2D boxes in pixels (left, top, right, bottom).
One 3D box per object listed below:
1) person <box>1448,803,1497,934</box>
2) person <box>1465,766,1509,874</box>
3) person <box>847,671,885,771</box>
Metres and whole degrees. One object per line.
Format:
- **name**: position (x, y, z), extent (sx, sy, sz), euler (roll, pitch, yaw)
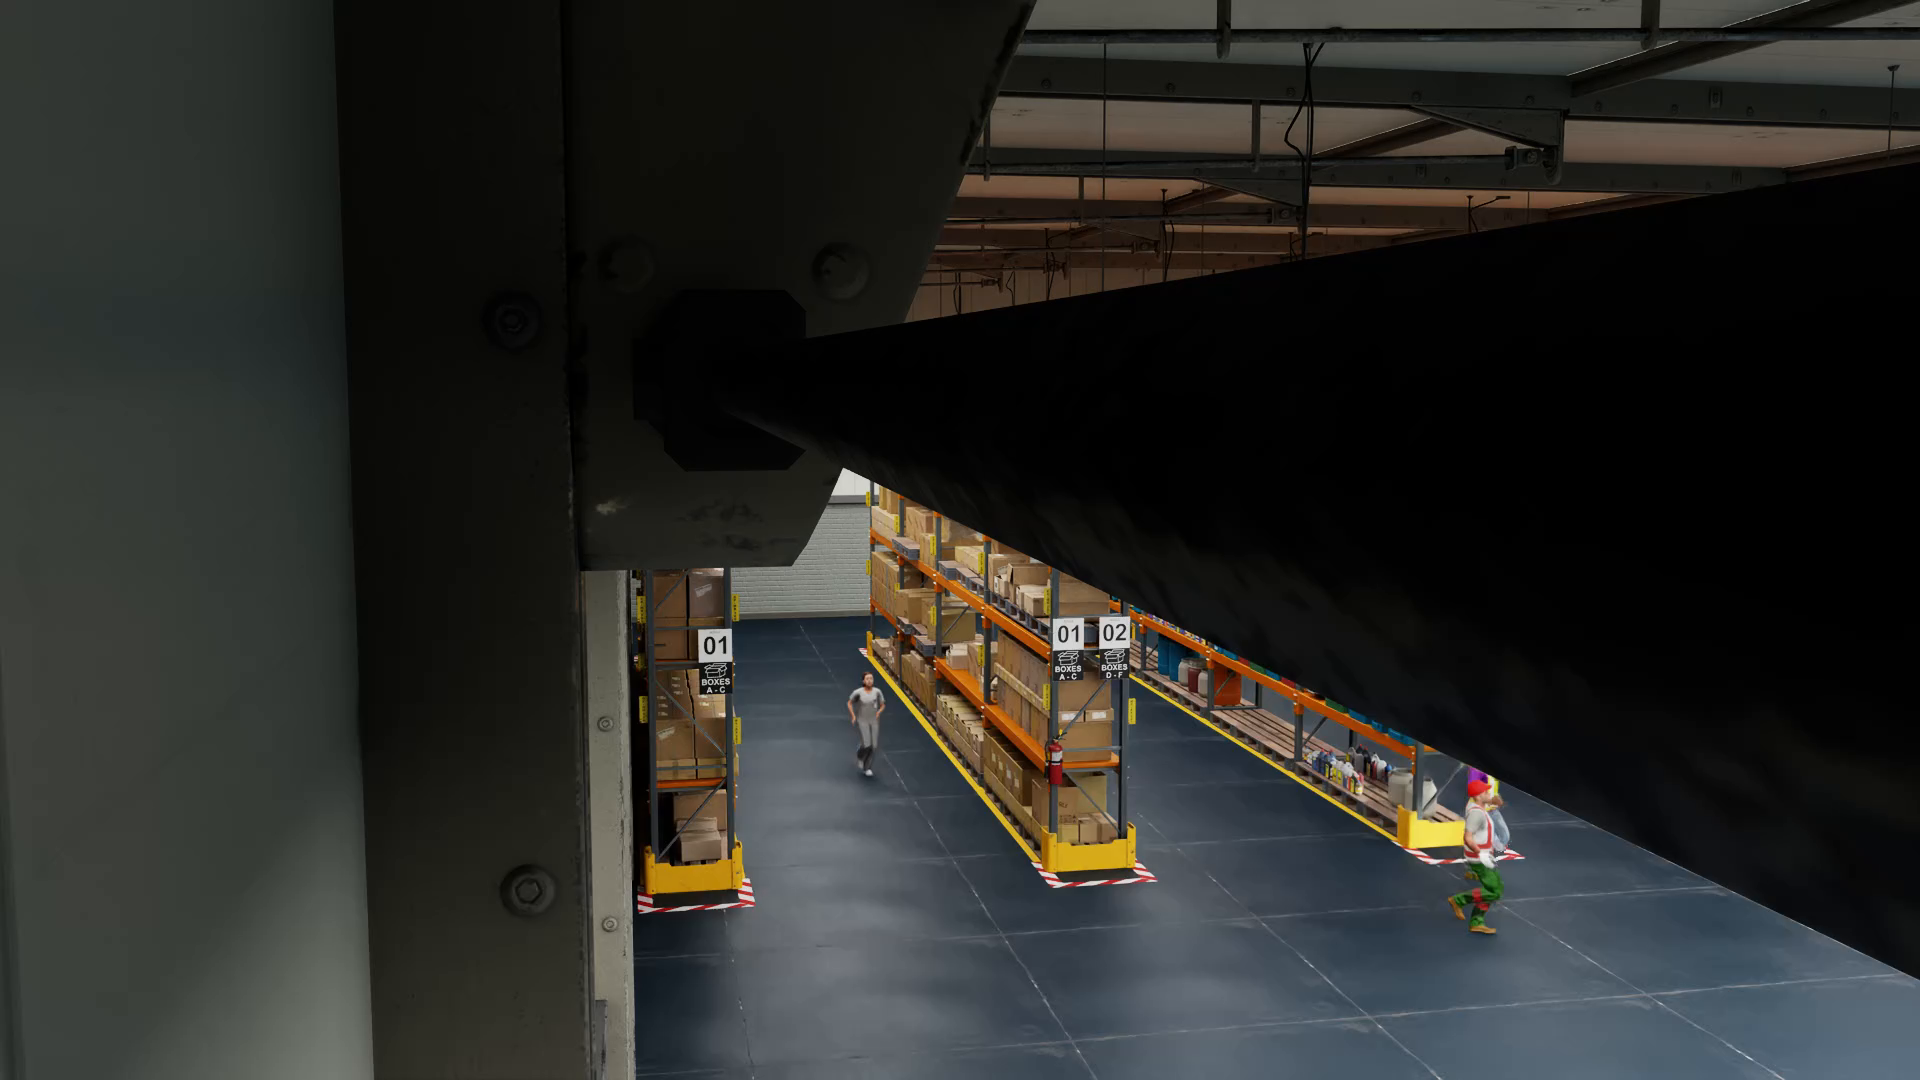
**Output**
- **person**: position (5.749, 3.670, 18.613), extent (0.543, 1.468, 0.634), euler (2, 6, 15)
- **person**: position (6.523, 3.419, 20.540), extent (0.487, 1.417, 0.444), euler (4, 7, 31)
- **person**: position (-1.409, 2.817, 25.663), extent (0.566, 1.574, 0.528), euler (-2, 6, -18)
